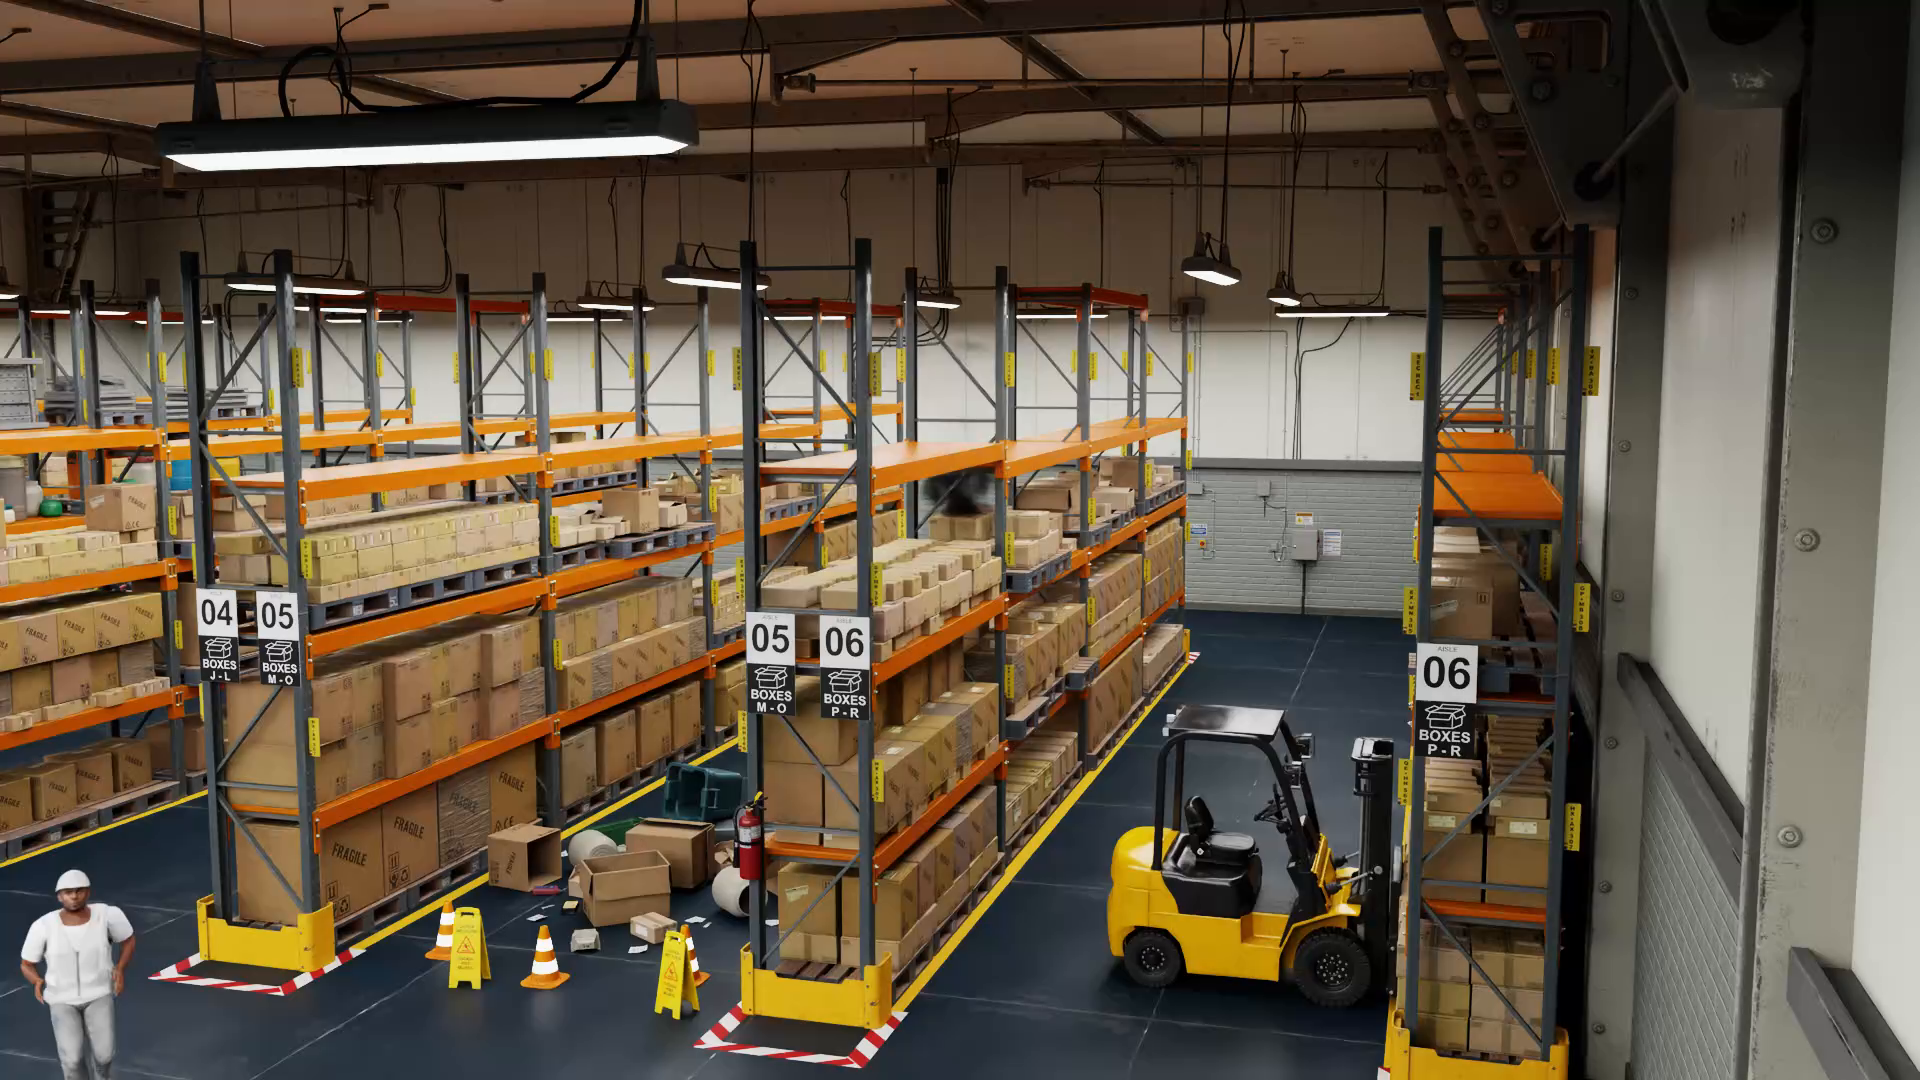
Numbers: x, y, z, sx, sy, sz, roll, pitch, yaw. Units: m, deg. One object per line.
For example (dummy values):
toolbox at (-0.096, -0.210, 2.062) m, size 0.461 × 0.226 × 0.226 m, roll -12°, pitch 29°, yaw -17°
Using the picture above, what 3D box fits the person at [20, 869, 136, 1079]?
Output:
person at (-5.917, 3.065, 11.181) m, size 0.683 × 1.717 × 0.600 m, roll -3°, pitch 7°, yaw -27°

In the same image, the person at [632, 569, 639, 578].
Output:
person at (-5.324, 1.249, 27.630) m, size 0.665 × 1.686 × 0.644 m, roll 1°, pitch 6°, yaw 6°
